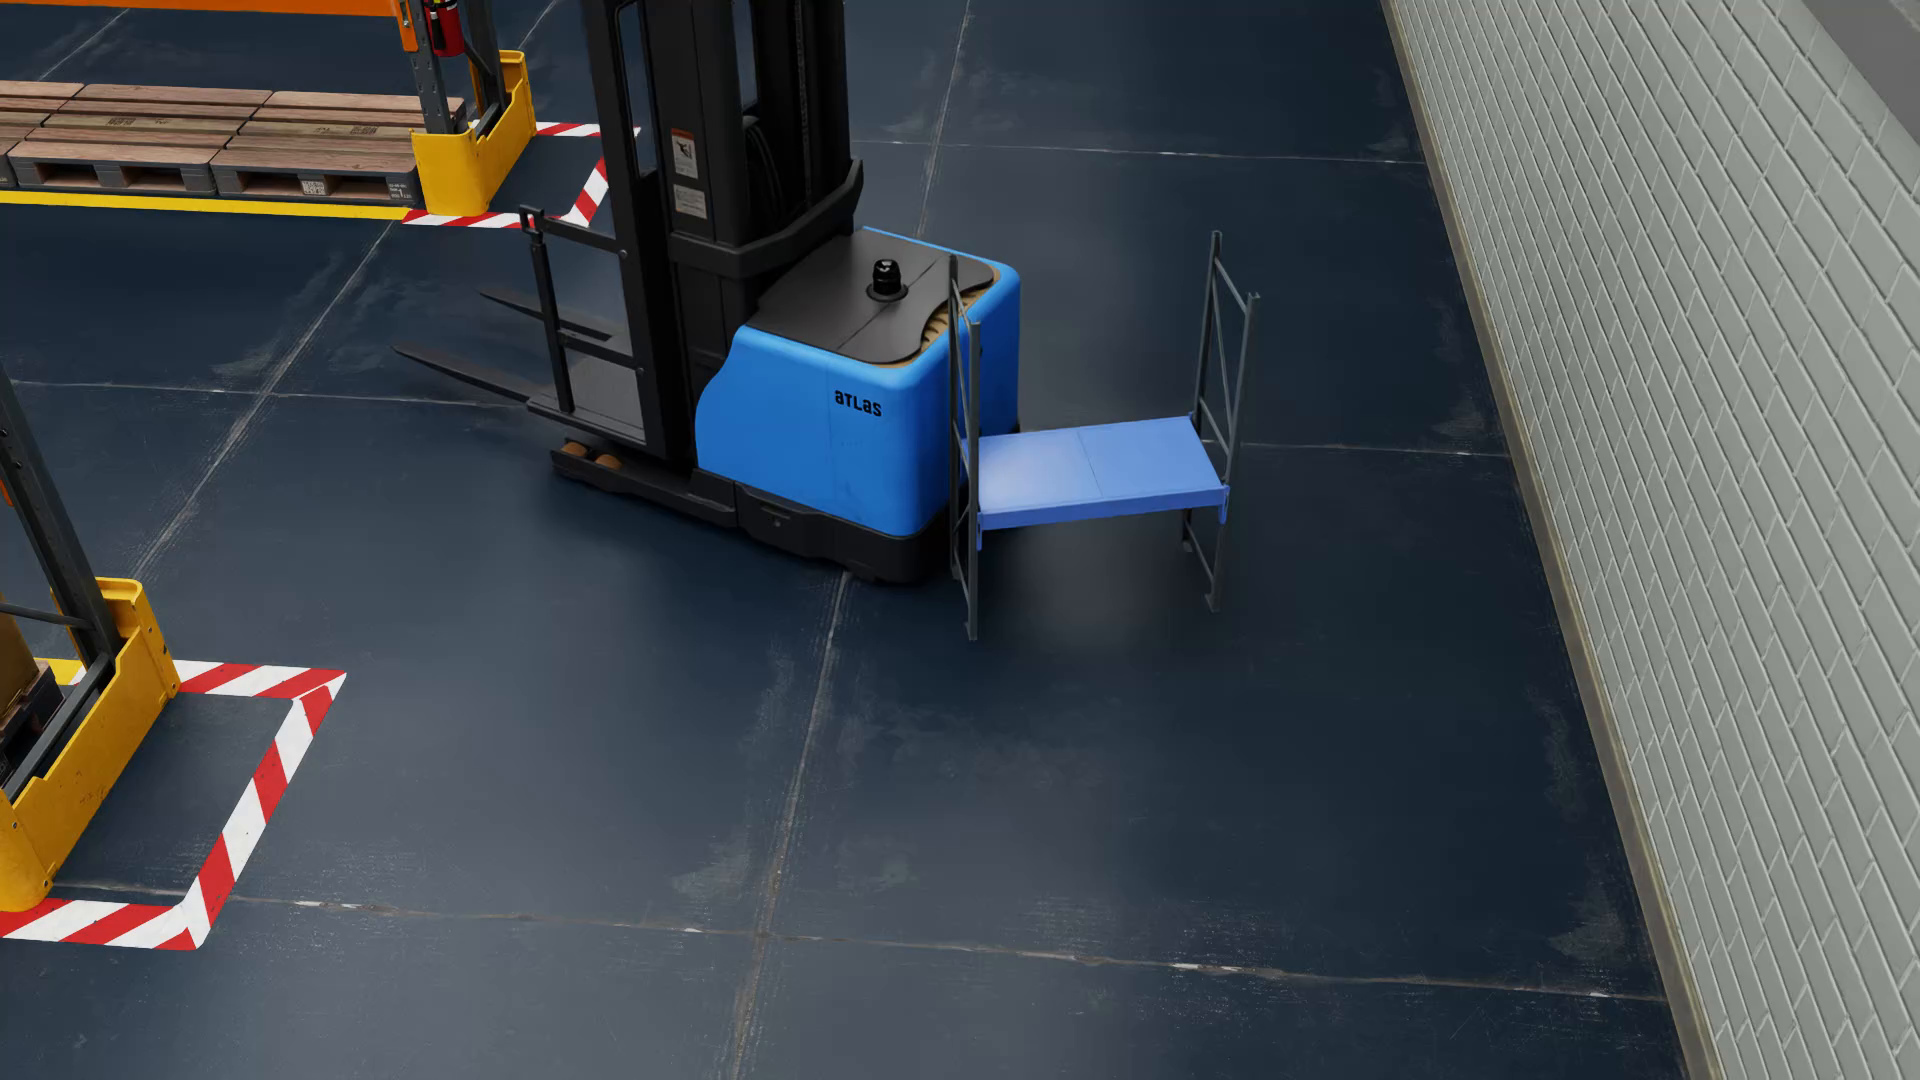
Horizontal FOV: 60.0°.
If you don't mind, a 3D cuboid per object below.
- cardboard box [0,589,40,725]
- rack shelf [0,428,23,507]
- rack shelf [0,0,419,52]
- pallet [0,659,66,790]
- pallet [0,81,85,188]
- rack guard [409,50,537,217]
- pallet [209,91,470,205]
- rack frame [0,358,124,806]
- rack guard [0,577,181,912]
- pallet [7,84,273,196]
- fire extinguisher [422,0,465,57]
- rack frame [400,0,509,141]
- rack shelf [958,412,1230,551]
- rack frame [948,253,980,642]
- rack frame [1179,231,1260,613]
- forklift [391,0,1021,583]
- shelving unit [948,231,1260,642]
[{"bbox_3d":[-3.951,0.411,5.719,0.875,0.875,0.875,3,39,4],"label":"cardboard box"},{"bbox_3d":[-5.299,-0.095,5.561,4.000,0.370,1.077,3,39,4],"label":"rack shelf"},{"bbox_3d":[-4.871,-3.210,9.388,4.000,0.370,1.077,3,39,4],"label":"rack shelf"},{"bbox_3d":[-4.110,0.822,6.073,1.213,0.211,1.003,3,39,4],"label":"pallet"},{"bbox_3d":[-6.128,-2.501,10.155,1.213,0.211,1.003,3,39,4],"label":"pallet"},{"bbox_3d":[-2.854,-2.418,9.824,0.348,0.500,1.175,3,39,4],"label":"rack guard"},{"bbox_3d":[-3.697,-2.368,9.992,1.213,0.211,1.003,3,39,4],"label":"pallet"},{"bbox_3d":[-3.306,-0.265,5.200,0.127,3.000,1.000,3,39,4],"label":"rack frame"},{"bbox_3d":[-3.282,0.705,5.987,0.348,0.500,1.175,3,39,4],"label":"rack guard"},{"bbox_3d":[-4.909,-2.436,10.076,1.213,0.211,1.003,3,39,4],"label":"pallet"},{"bbox_3d":[-2.768,-2.912,8.808,0.183,0.674,0.296,3,39,4],"label":"fire extinguisher"},{"bbox_3d":[-2.879,-3.380,9.027,0.127,3.000,1.000,3,39,4],"label":"rack frame"},{"bbox_3d":[0.514,-0.242,6.645,1.000,0.185,0.538,-6,40,-8],"label":"rack shelf"},{"bbox_3d":[0.013,-0.327,6.464,0.032,1.500,0.500,-6,40,-8],"label":"rack frame"},{"bbox_3d":[1.015,-0.437,6.599,0.032,1.500,0.500,-6,40,-8],"label":"rack frame"},{"bbox_3d":[-1.273,-1.627,6.927,3.031,2.935,1.130,19,43,22],"label":"forklift"},{"bbox_3d":[0.514,-0.382,6.531,1.048,1.500,0.538,-6,40,-8],"label":"shelving unit"}]
